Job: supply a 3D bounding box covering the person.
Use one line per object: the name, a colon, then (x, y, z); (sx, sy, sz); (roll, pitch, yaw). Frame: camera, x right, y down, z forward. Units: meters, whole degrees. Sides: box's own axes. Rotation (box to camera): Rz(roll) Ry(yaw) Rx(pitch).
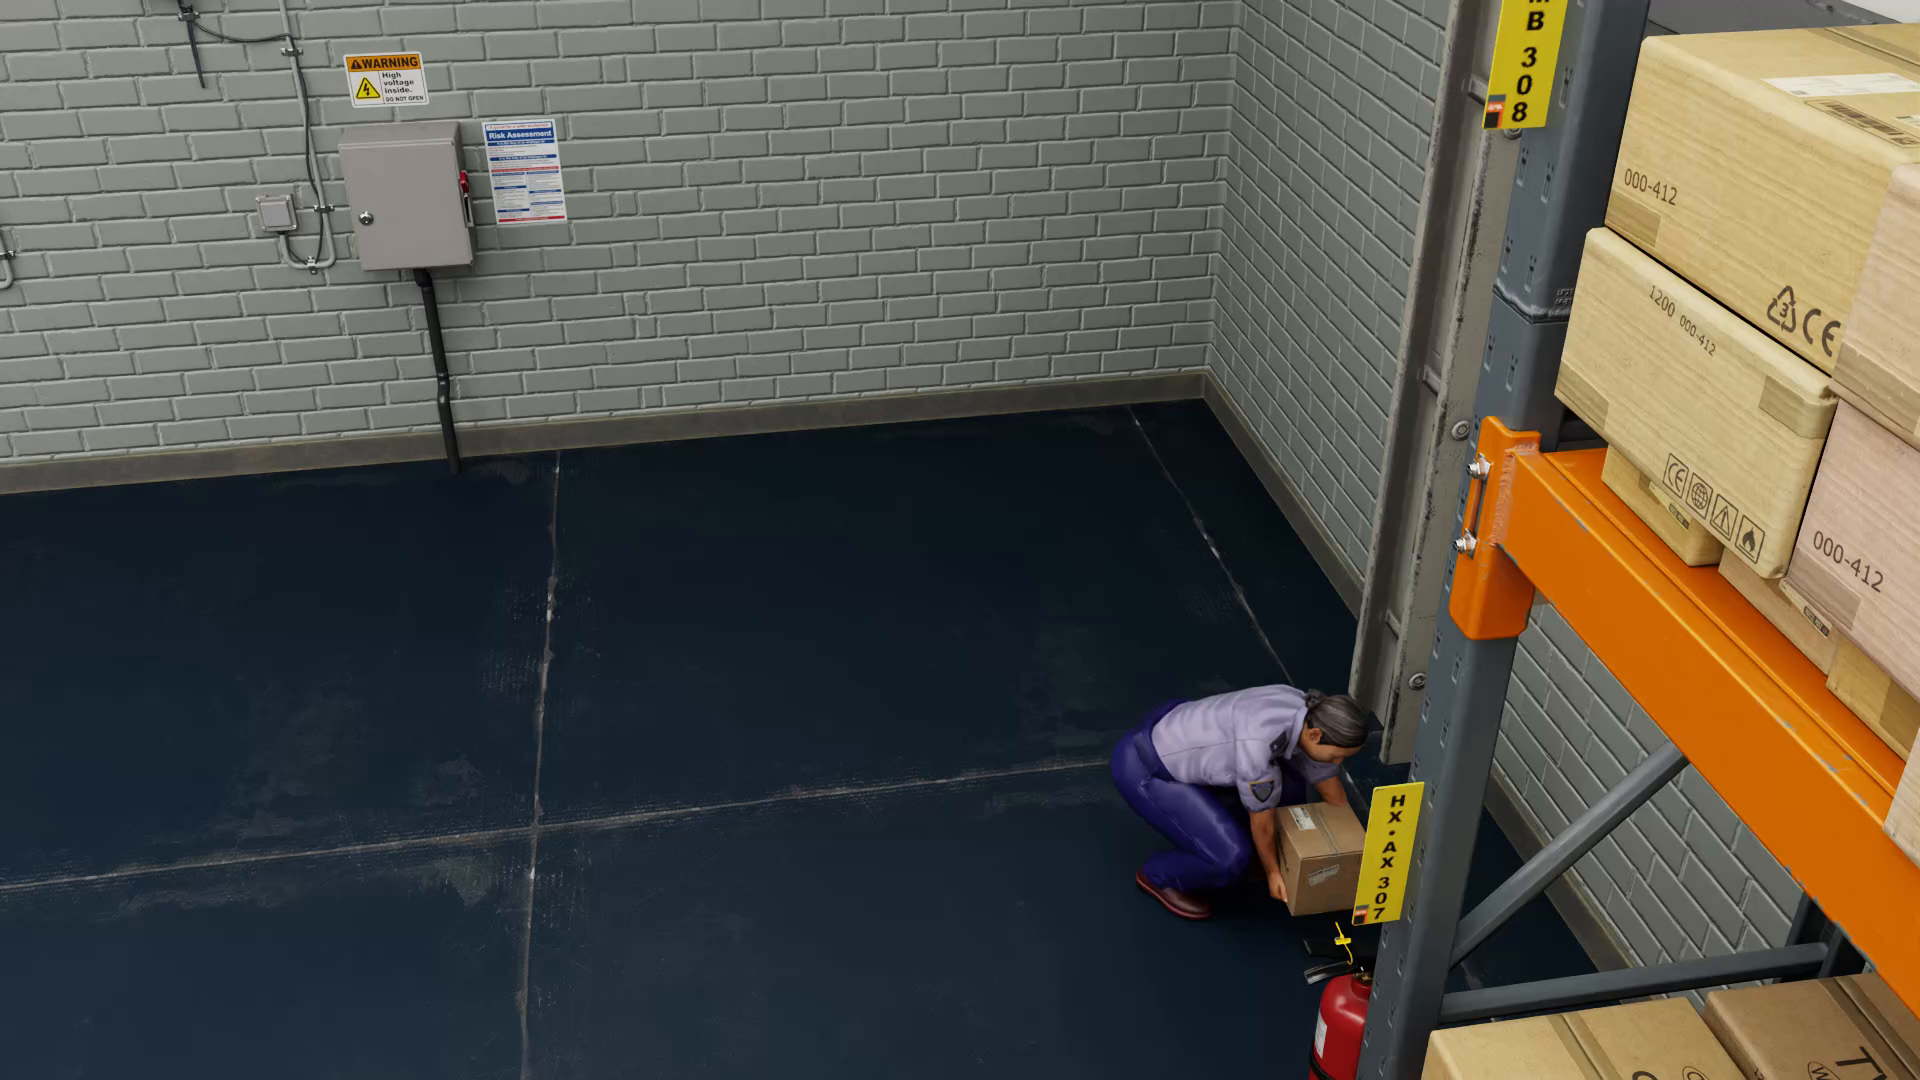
person: (0.936, 0.828, 5.473); (0.888, 0.932, 0.494); (21, 37, 31)
